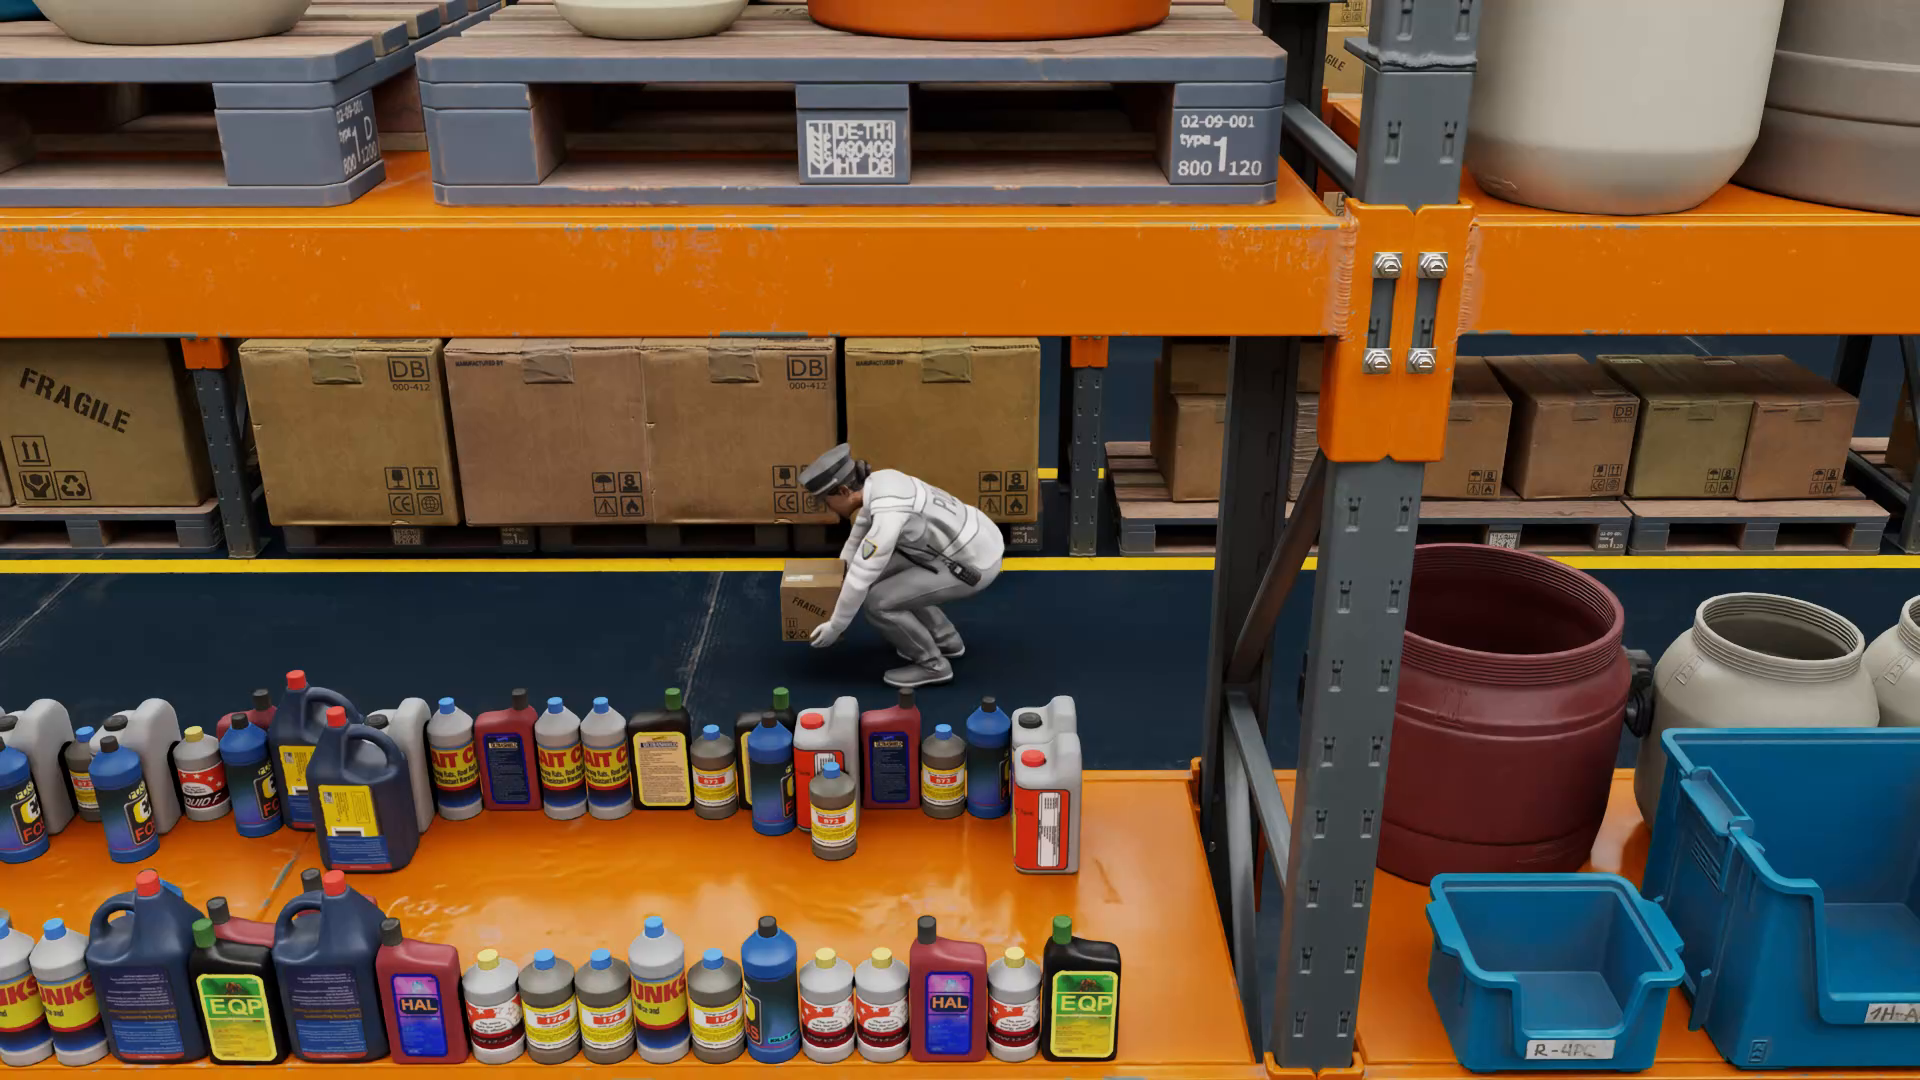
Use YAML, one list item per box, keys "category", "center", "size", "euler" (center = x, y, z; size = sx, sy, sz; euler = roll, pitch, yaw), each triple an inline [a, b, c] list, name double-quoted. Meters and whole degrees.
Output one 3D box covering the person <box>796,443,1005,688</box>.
- category: "person"
  center: [-0.231, 0.090, 6.695]
  size: [0.820, 1.020, 0.499]
  euler: [0, 24, -1]
